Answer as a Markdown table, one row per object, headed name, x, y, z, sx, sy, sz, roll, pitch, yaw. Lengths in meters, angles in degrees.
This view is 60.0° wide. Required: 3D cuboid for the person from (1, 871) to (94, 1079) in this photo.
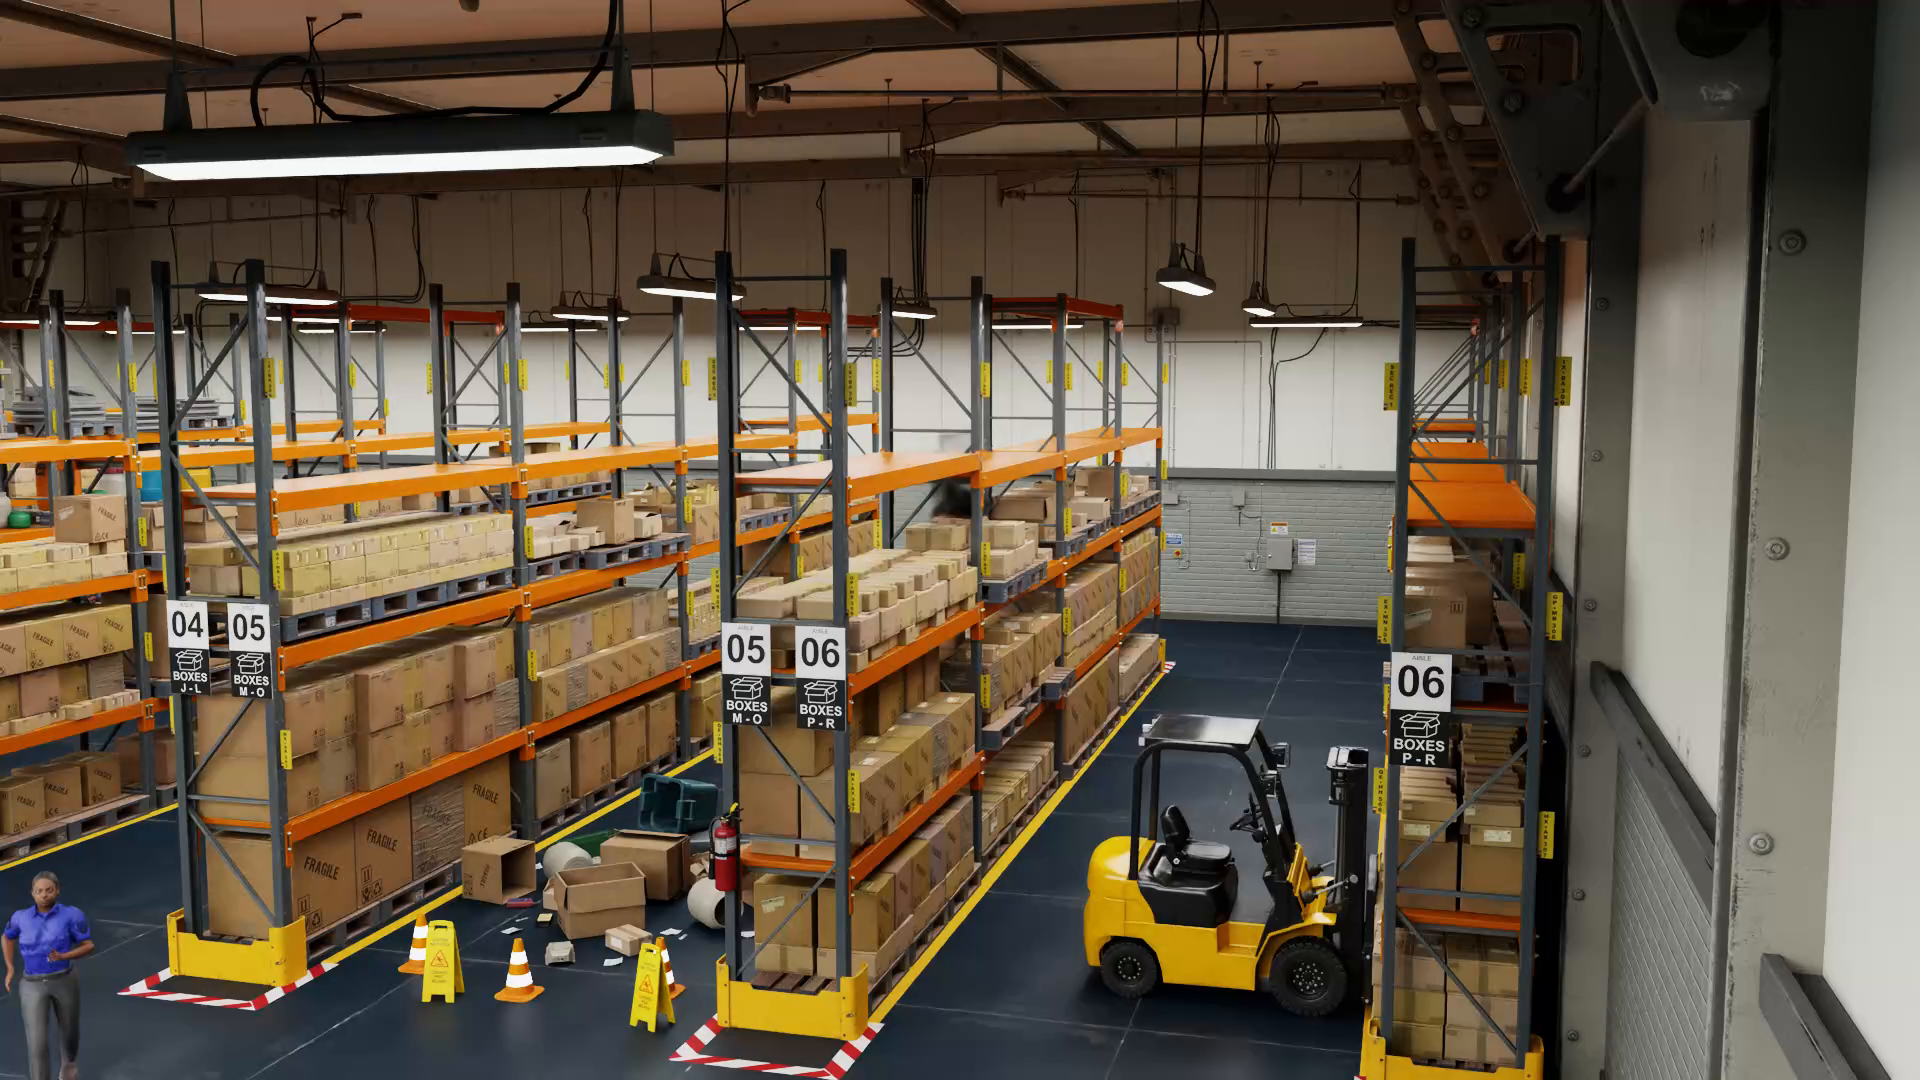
| name | x | y | z | sx | sy | sz | roll | pitch | yaw |
| --- | --- | --- | --- | --- | --- | --- | --- | --- | --- |
| person | -6.298 | 3.109 | 11.508 | 0.569 | 1.660 | 0.927 | -3 | 7 | -28 |
